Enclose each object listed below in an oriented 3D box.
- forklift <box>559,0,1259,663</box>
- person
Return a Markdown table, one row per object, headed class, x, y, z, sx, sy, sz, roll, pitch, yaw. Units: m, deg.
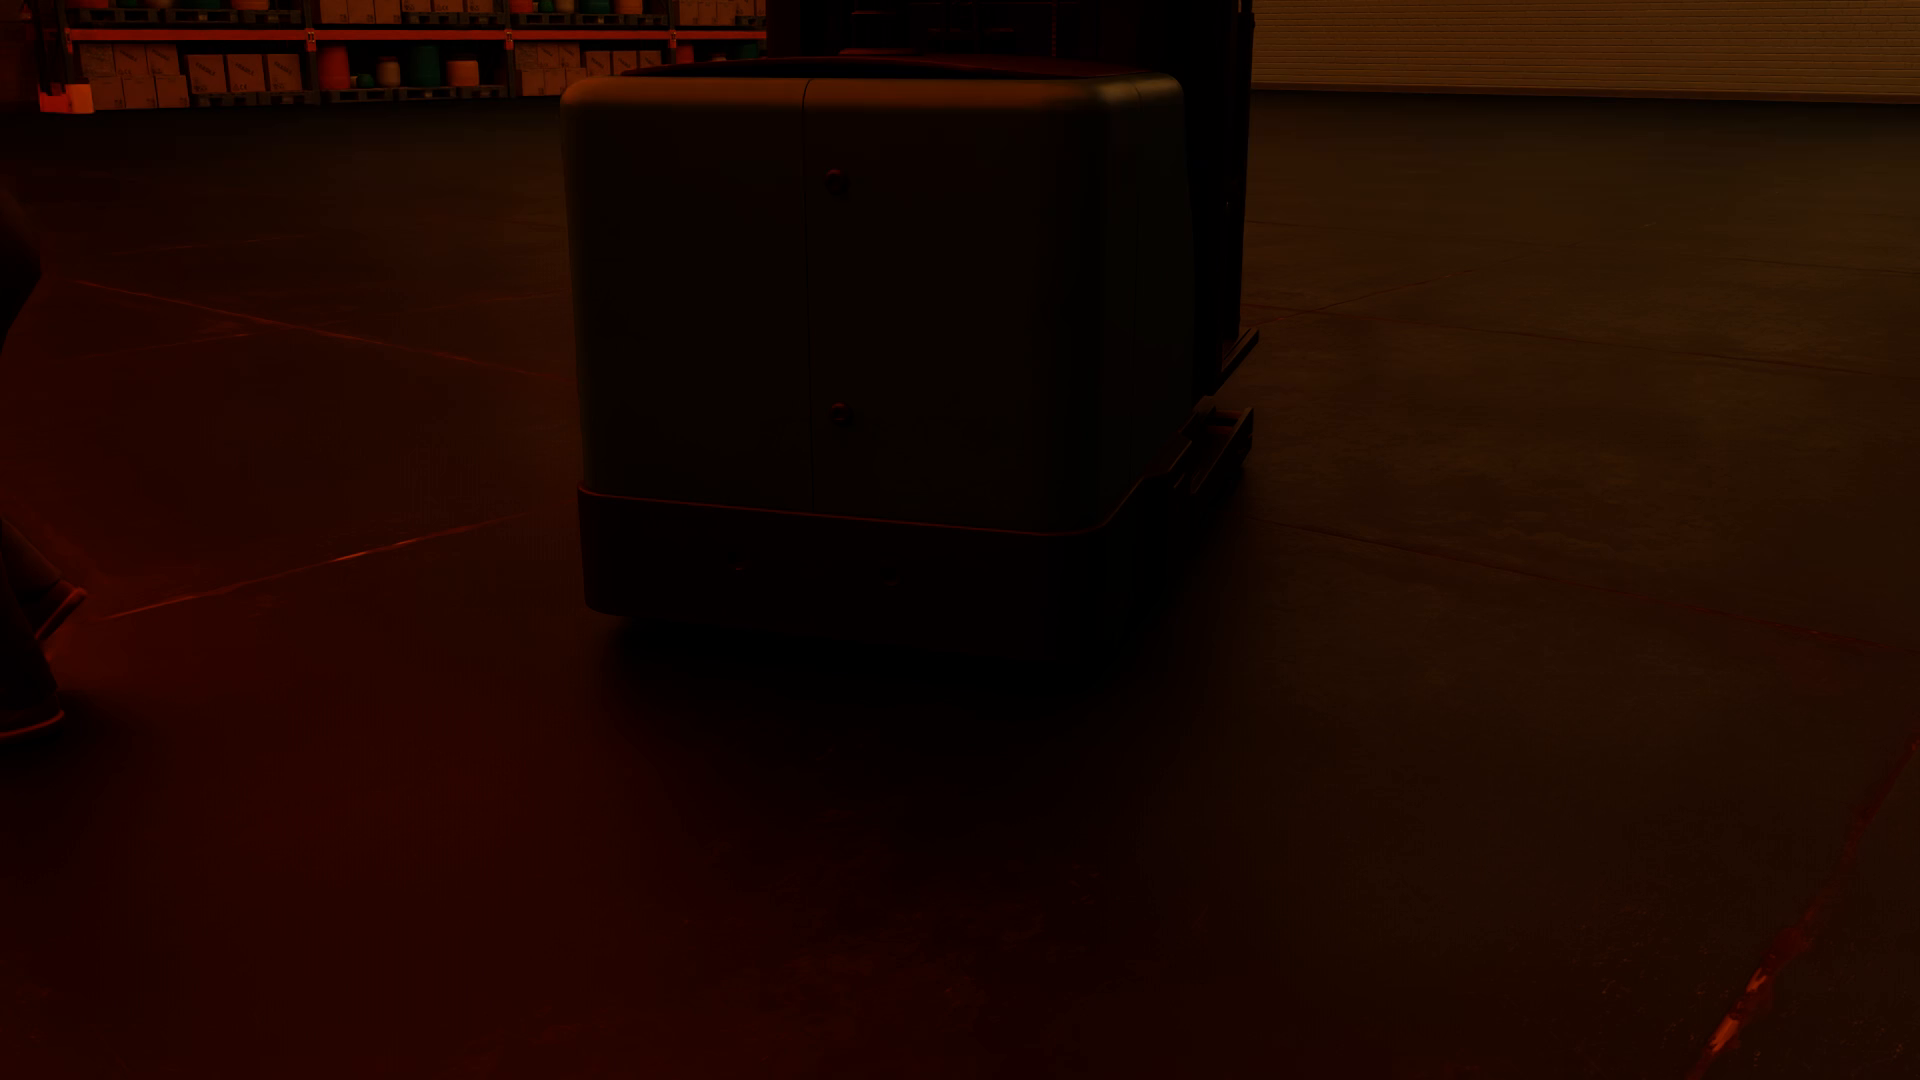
| class | x | y | z | sx | sy | sz | roll | pitch | yaw |
| --- | --- | --- | --- | --- | --- | --- | --- | --- | --- |
| forklift | 0.182 | -1.571 | 4.072 | 1.130 | 2.935 | 3.031 | 5 | 18 | 17 |
| person | -1.652 | -0.423 | 2.570 | 0.434 | 1.641 | 0.709 | -8 | 19 | -24 |
